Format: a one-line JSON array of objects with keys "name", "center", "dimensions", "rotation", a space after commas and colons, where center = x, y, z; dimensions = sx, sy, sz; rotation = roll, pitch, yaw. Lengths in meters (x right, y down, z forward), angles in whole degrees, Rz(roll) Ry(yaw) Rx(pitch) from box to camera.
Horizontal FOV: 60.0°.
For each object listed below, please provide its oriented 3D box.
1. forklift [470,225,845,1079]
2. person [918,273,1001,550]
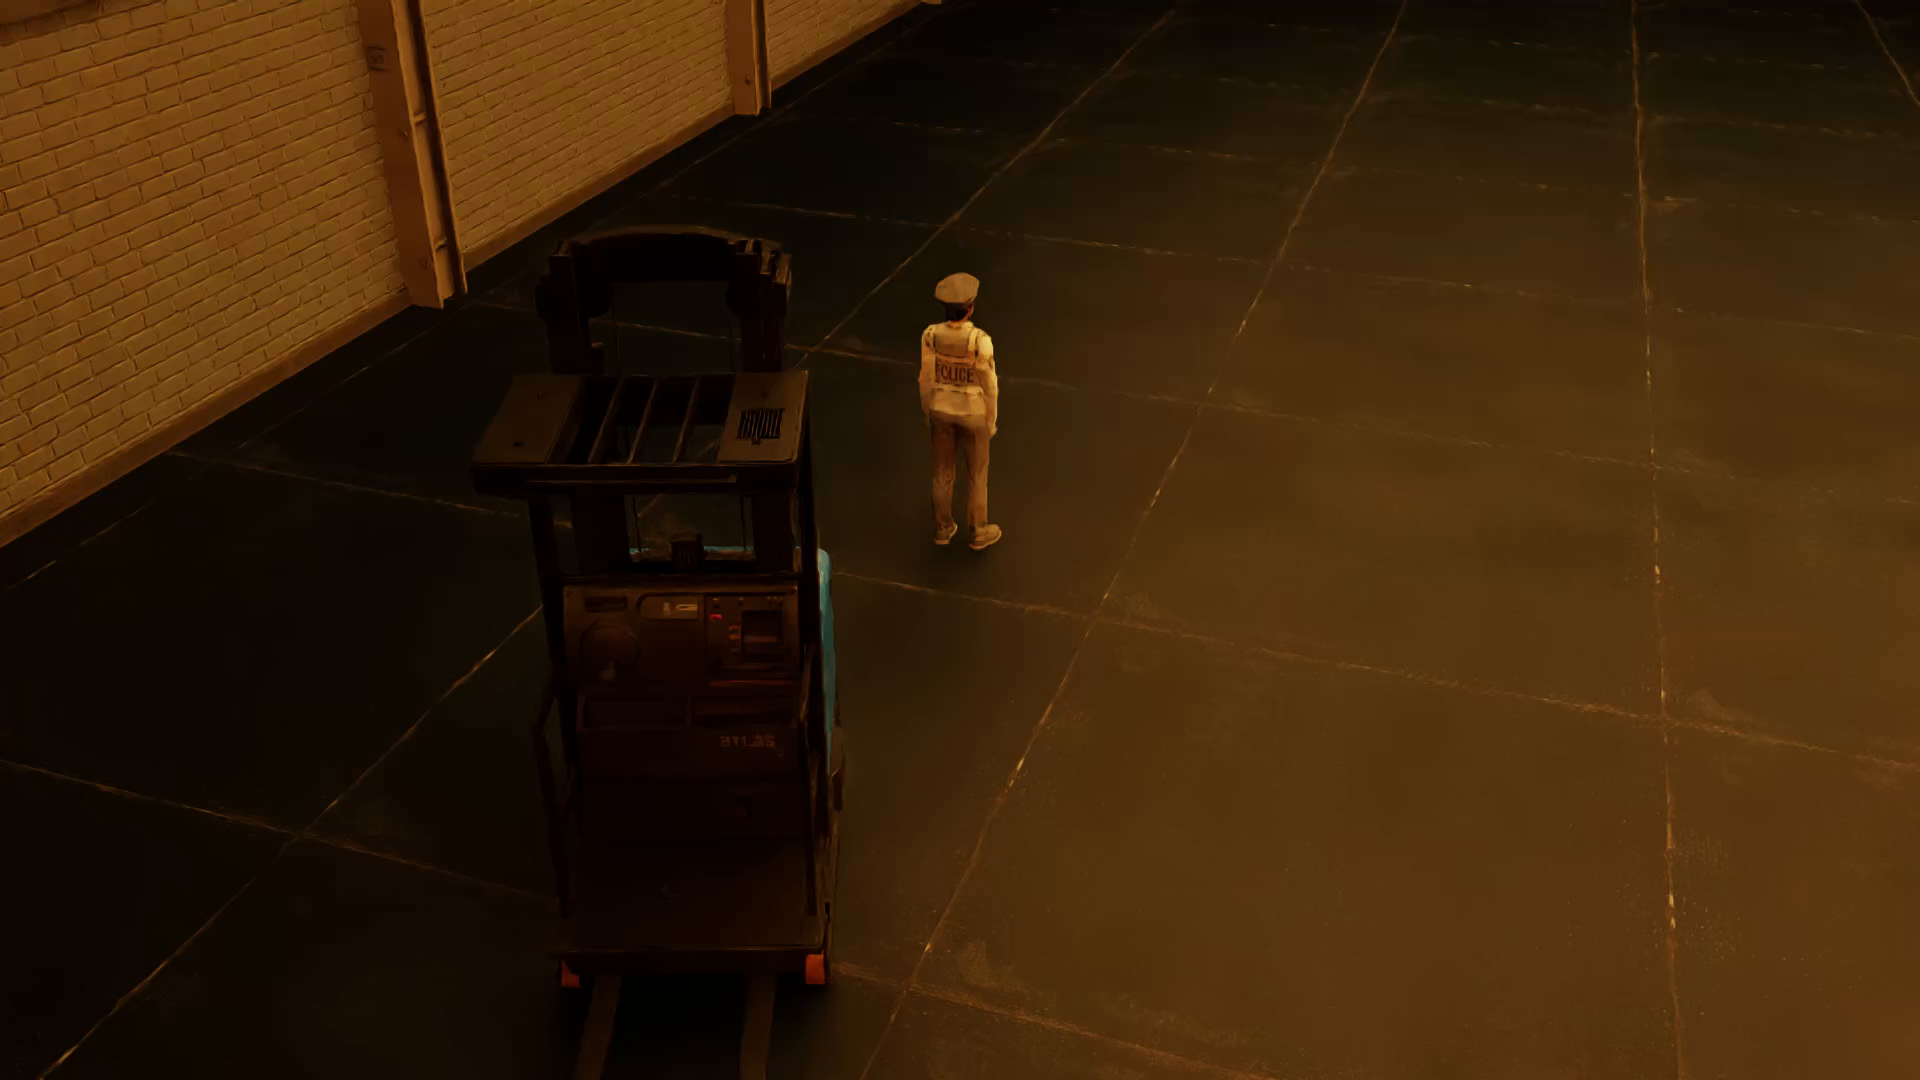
[{"name": "forklift", "center": [-1.096, 0.415, 6.408], "dimensions": [1.130, 2.935, 3.031], "rotation": [-1, 30, -1]}, {"name": "person", "center": [0.004, -0.740, 9.691], "dimensions": [0.463, 1.692, 0.337], "rotation": [10, 31, 16]}]
